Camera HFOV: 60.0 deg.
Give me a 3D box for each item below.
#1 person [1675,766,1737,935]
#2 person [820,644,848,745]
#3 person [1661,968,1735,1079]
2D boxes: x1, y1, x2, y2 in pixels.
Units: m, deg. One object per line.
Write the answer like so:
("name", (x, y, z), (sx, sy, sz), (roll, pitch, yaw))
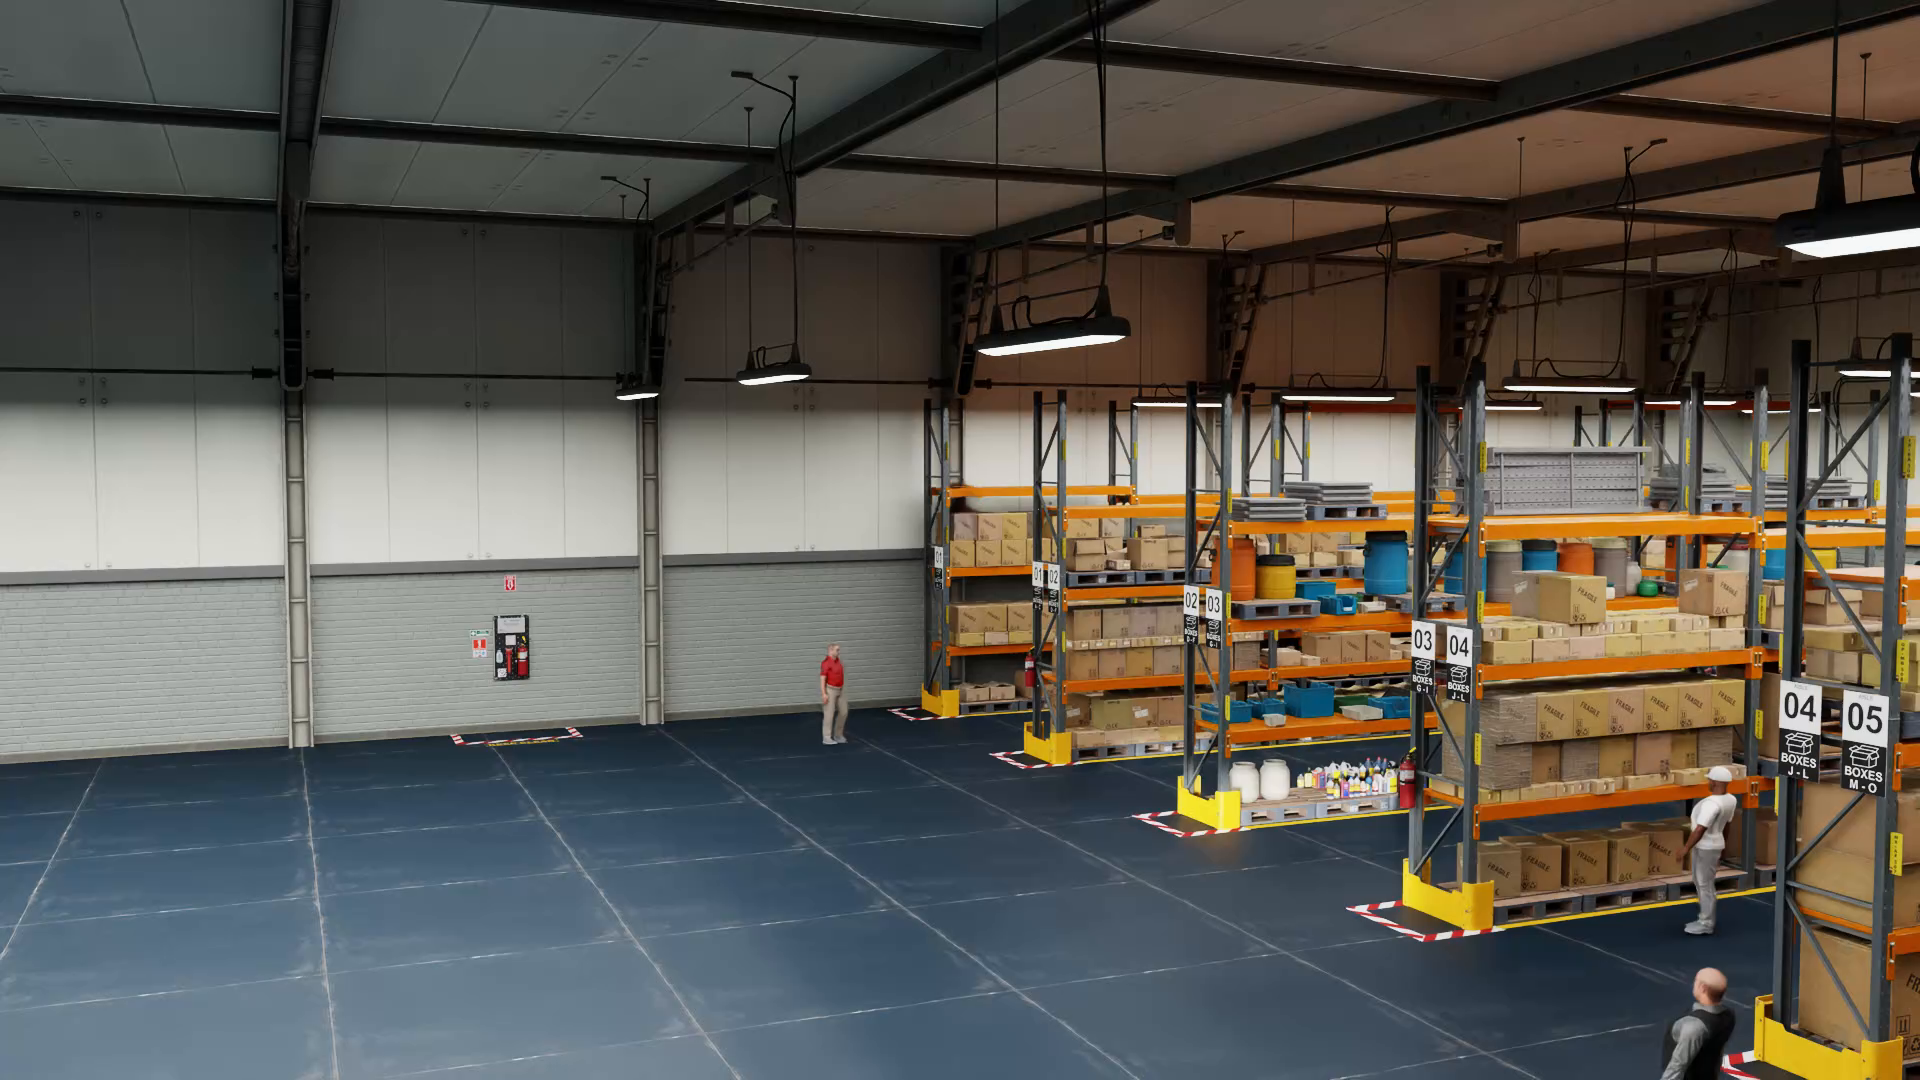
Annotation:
("person", (7.835, 3.263, 17.497), (0.617, 1.799, 0.592), (1, 3, 16))
("person", (-2.201, 2.657, 28.467), (0.374, 1.765, 0.644), (2, 4, 29))
("person", (4.829, 3.659, 11.007), (0.520, 1.722, 0.593), (2, 4, 25))
